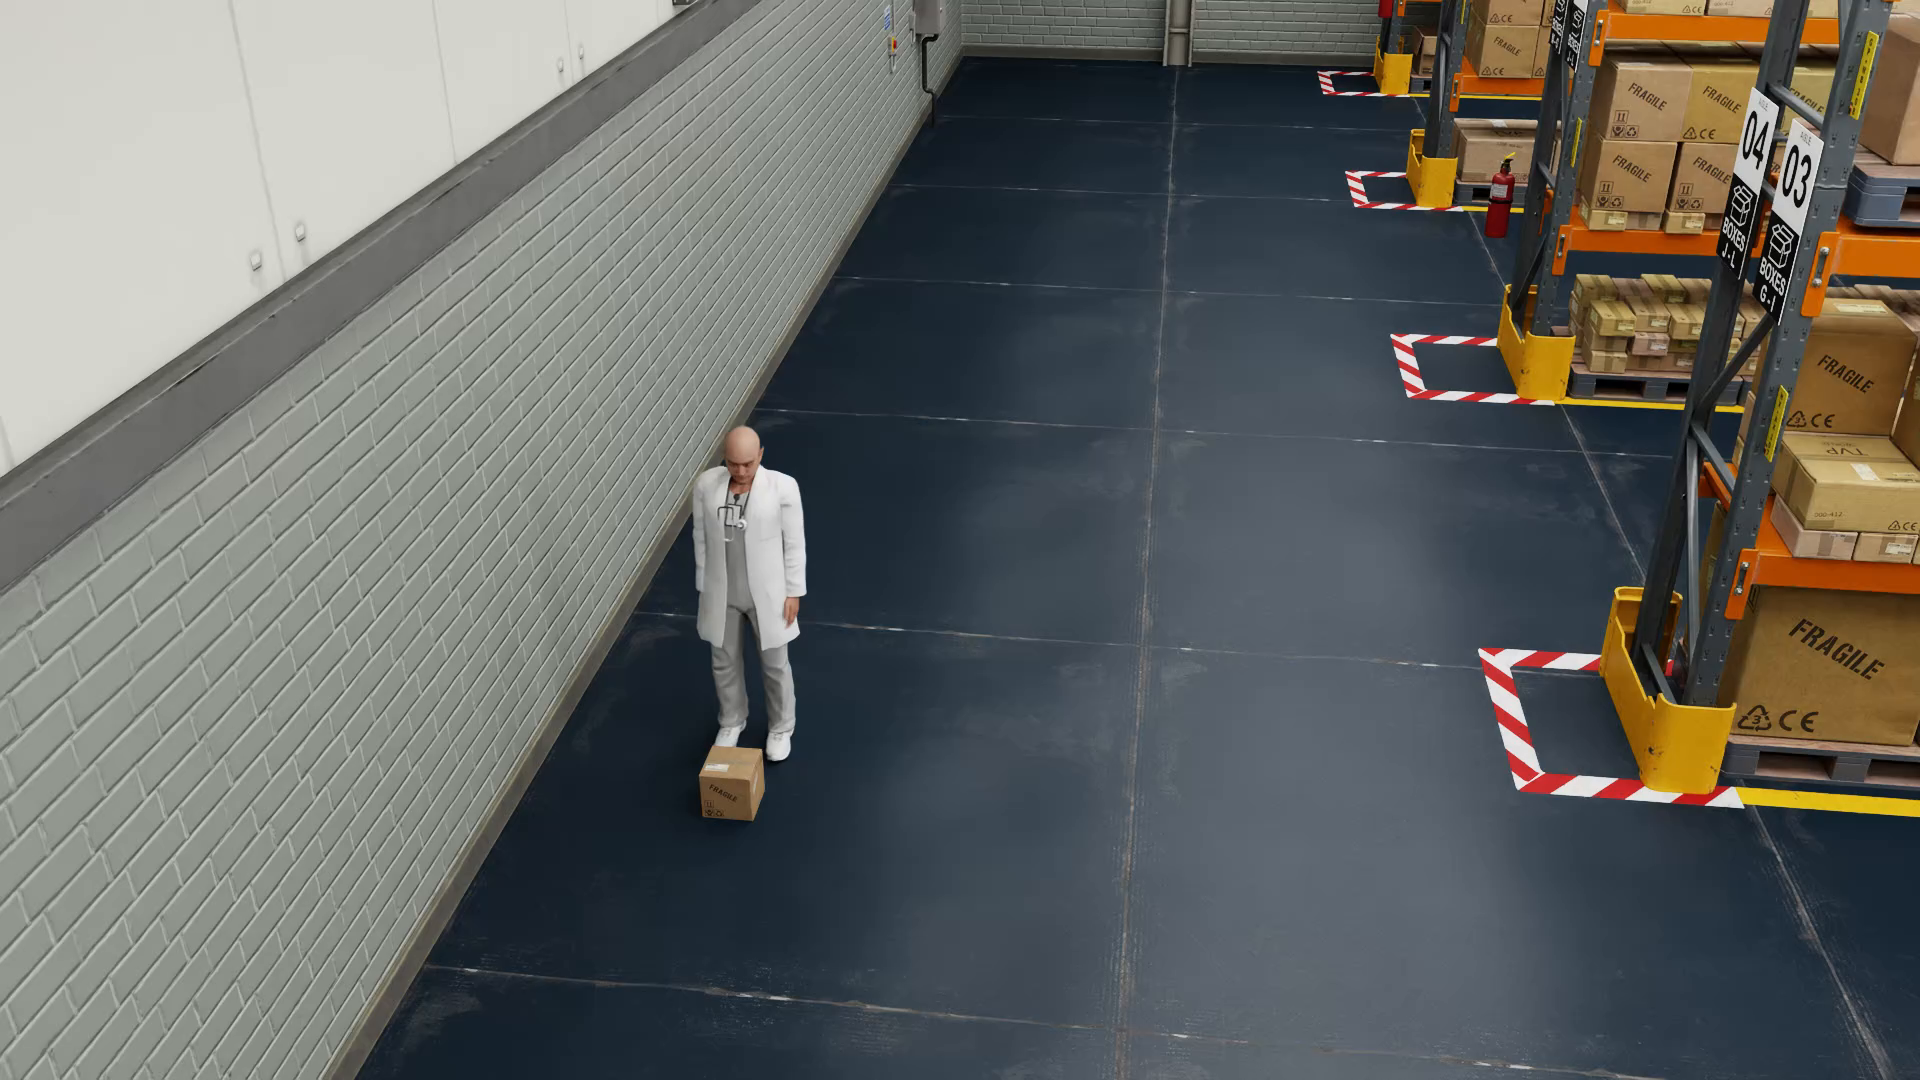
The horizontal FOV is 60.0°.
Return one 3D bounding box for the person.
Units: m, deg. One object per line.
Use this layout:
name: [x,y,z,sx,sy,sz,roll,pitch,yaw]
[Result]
person: [-1.029,0.265,8.150,0.555,1.773,0.379,4,28,7]
